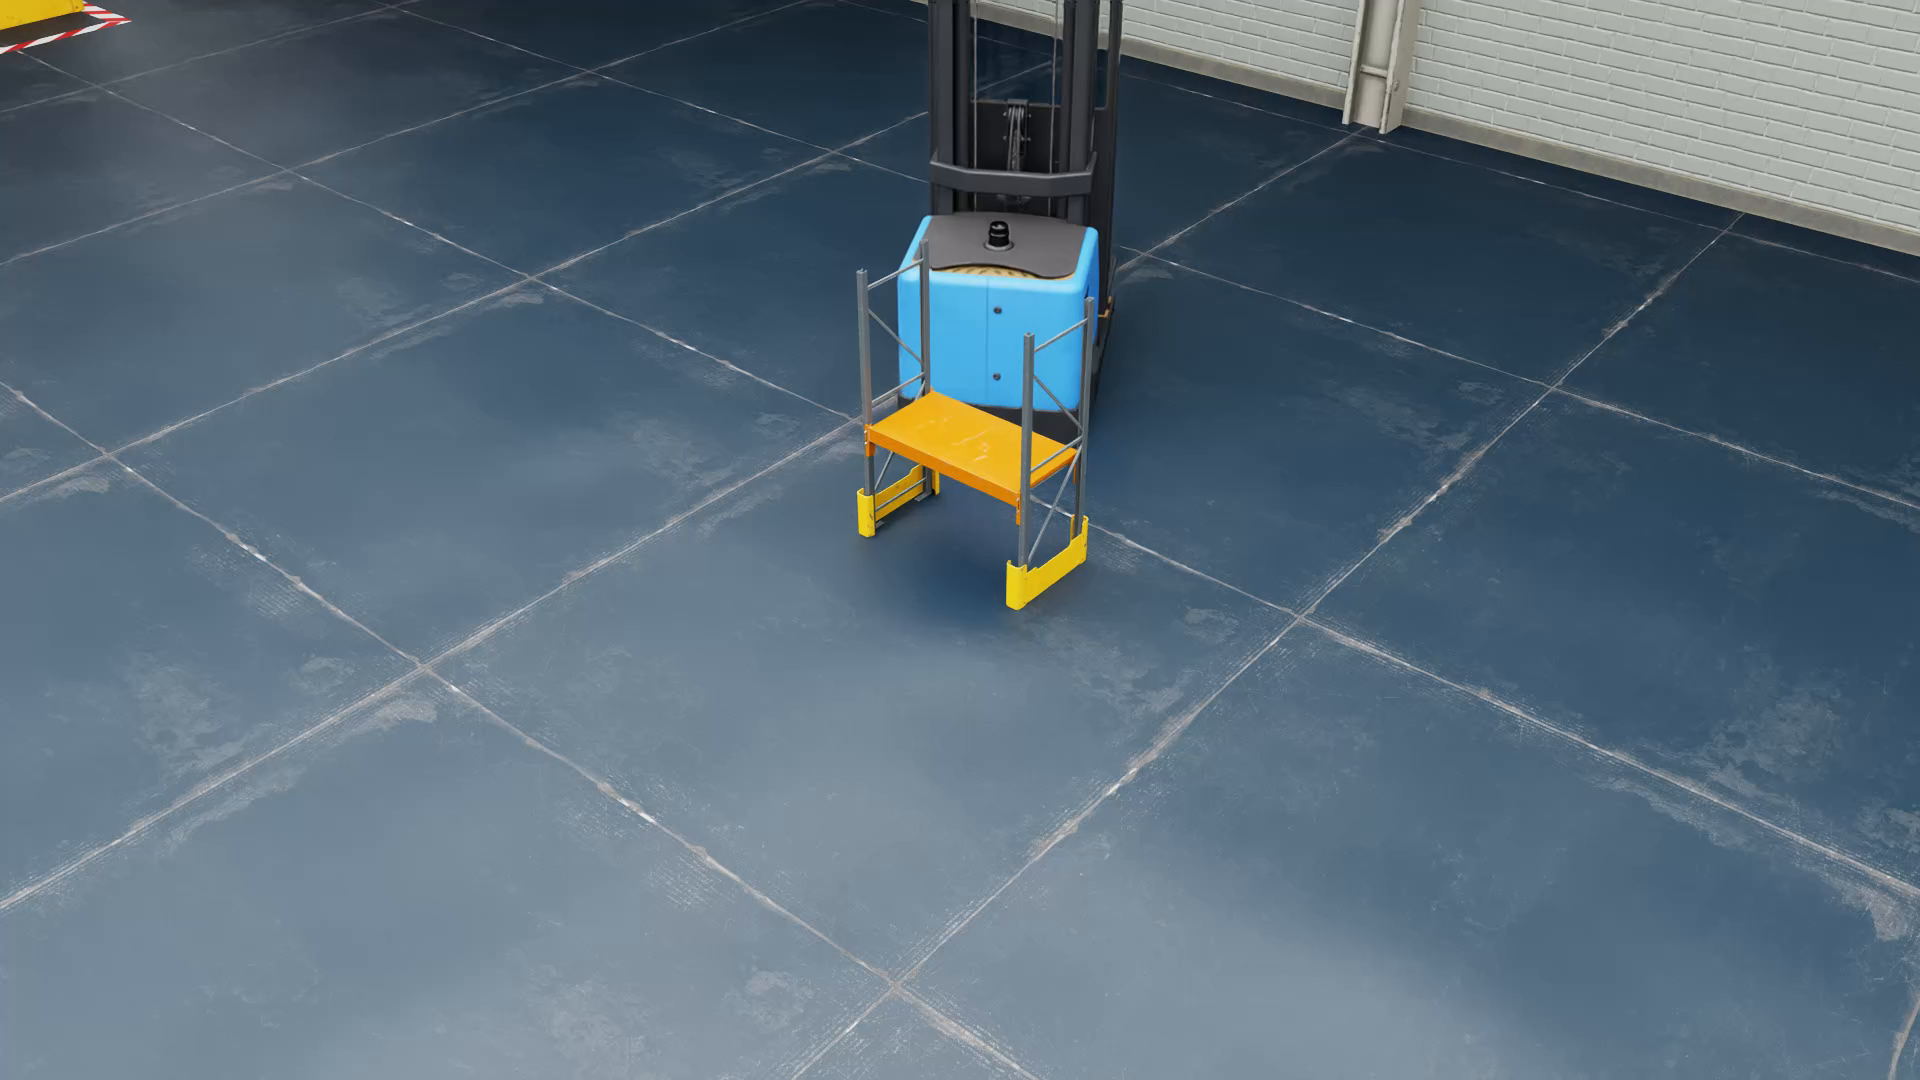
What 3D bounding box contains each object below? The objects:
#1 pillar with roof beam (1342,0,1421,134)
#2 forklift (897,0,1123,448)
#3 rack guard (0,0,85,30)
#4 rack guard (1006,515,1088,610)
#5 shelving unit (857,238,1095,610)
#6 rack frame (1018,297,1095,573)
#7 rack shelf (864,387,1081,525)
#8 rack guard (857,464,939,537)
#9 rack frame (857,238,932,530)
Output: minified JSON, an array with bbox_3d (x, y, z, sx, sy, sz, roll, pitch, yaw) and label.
[{"bbox_3d":[0.659,-5.289,8.502,0.400,9.000,9.100,25,42,32],"label":"pillar with roof beam"},{"bbox_3d":[0.406,-2.546,9.868,1.130,2.935,3.031,6,35,8],"label":"forklift"},{"bbox_3d":[-9.082,-5.227,15.920,0.348,0.500,1.175,25,42,32],"label":"rack guard"},{"bbox_3d":[0.441,0.105,8.376,0.087,0.250,0.587,25,42,32],"label":"rack guard"},{"bbox_3d":[0.059,-0.591,8.285,1.083,1.500,0.587,25,42,32],"label":"shelving unit"},{"bbox_3d":[0.456,-0.403,8.012,0.032,1.500,0.500,25,42,32],"label":"rack frame"},{"bbox_3d":[0.066,-0.439,8.382,1.000,0.185,0.538,25,42,32],"label":"rack shelf"},{"bbox_3d":[-0.324,-0.256,8.902,0.087,0.250,0.587,25,42,32],"label":"rack guard"},{"bbox_3d":[-0.325,-0.771,8.549,0.032,1.500,0.500,25,42,32],"label":"rack frame"}]
